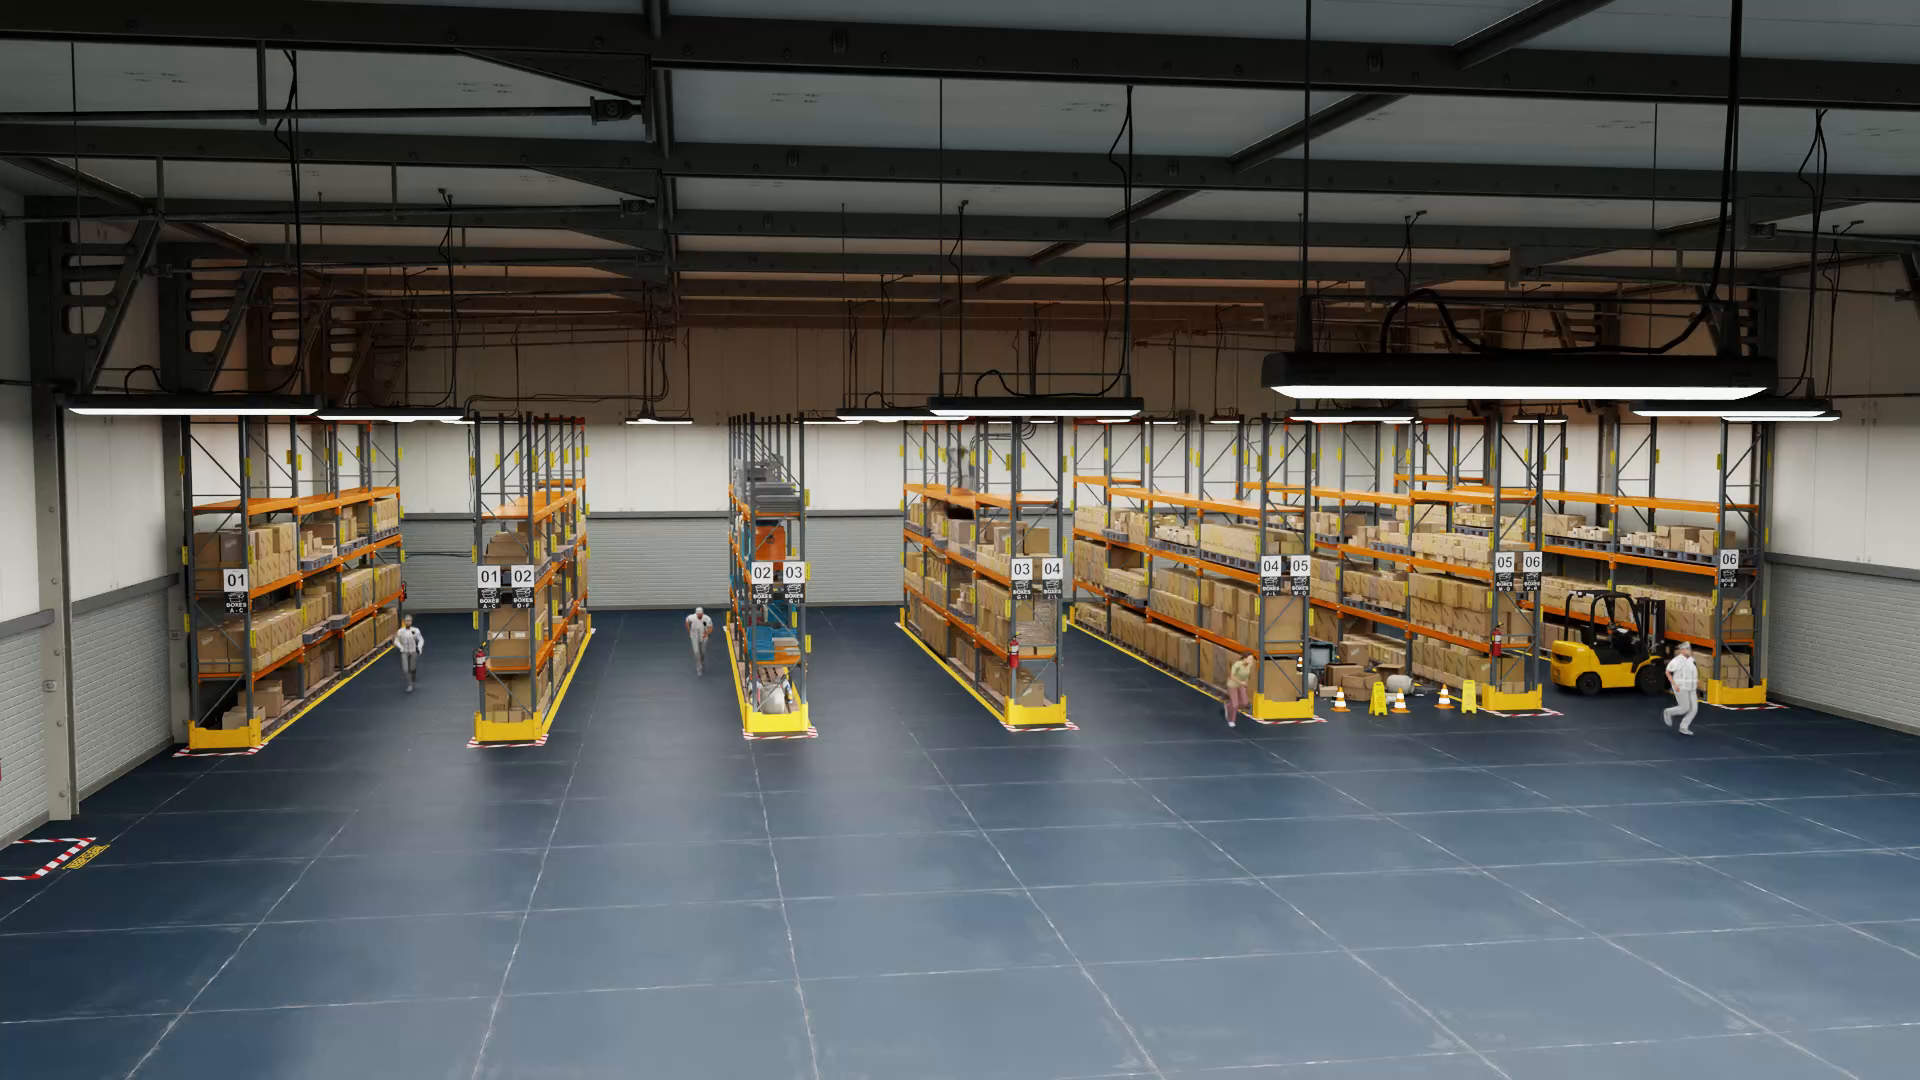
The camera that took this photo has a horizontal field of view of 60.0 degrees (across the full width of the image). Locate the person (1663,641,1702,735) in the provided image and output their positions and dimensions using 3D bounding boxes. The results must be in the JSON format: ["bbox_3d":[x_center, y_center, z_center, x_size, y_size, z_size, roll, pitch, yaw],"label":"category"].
[{"bbox_3d":[13.525,2.751,31.101,0.677,1.742,0.608,-2,4,-23],"label":"person"}]

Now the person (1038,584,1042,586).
[{"bbox_3d":[2.558,1.516,49.291,0.702,1.701,0.729,-2,4,-26],"label":"person"}]

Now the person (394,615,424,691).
[{"bbox_3d":[-11.993,2.447,36.184,0.616,1.659,0.531,-1,4,-14],"label":"person"}]

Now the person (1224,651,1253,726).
[{"bbox_3d":[5.347,2.827,31.746,0.600,1.495,0.768,-2,5,-31],"label":"person"}]

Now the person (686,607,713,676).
[{"bbox_3d":[-6.046,2.330,38.649,0.642,1.627,1.019,0,4,-4],"label":"person"}]
